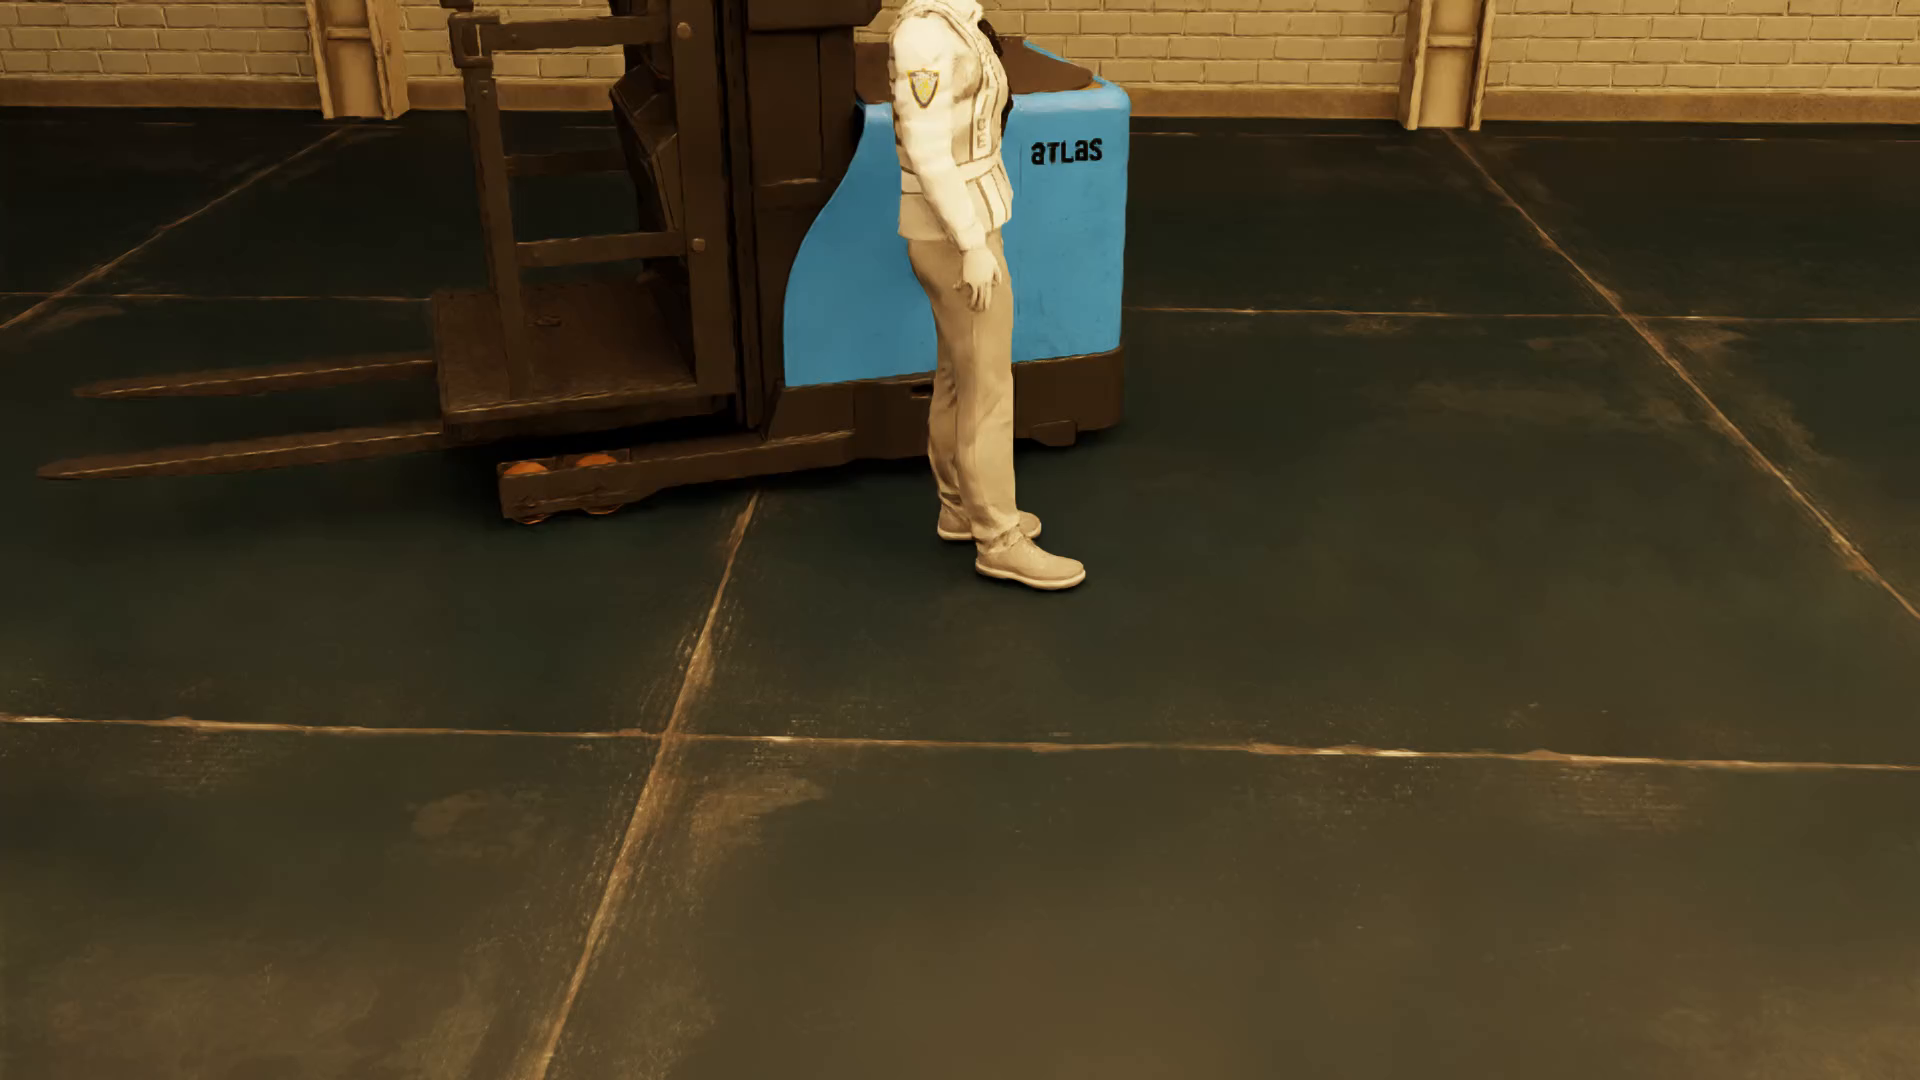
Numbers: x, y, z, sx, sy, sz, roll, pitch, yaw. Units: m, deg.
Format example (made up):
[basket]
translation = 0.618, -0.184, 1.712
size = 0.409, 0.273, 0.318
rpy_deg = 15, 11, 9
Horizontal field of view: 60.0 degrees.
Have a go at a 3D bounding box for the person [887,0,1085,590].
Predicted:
[person]
translation = 0.067, -0.762, 4.134
size = 0.535, 1.695, 0.586
rpy_deg = 1, 26, 2

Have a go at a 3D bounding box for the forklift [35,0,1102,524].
[forklift]
translation = -1.078, -1.623, 4.498
size = 3.031, 2.935, 1.121
rpy_deg = -8, 27, -16
